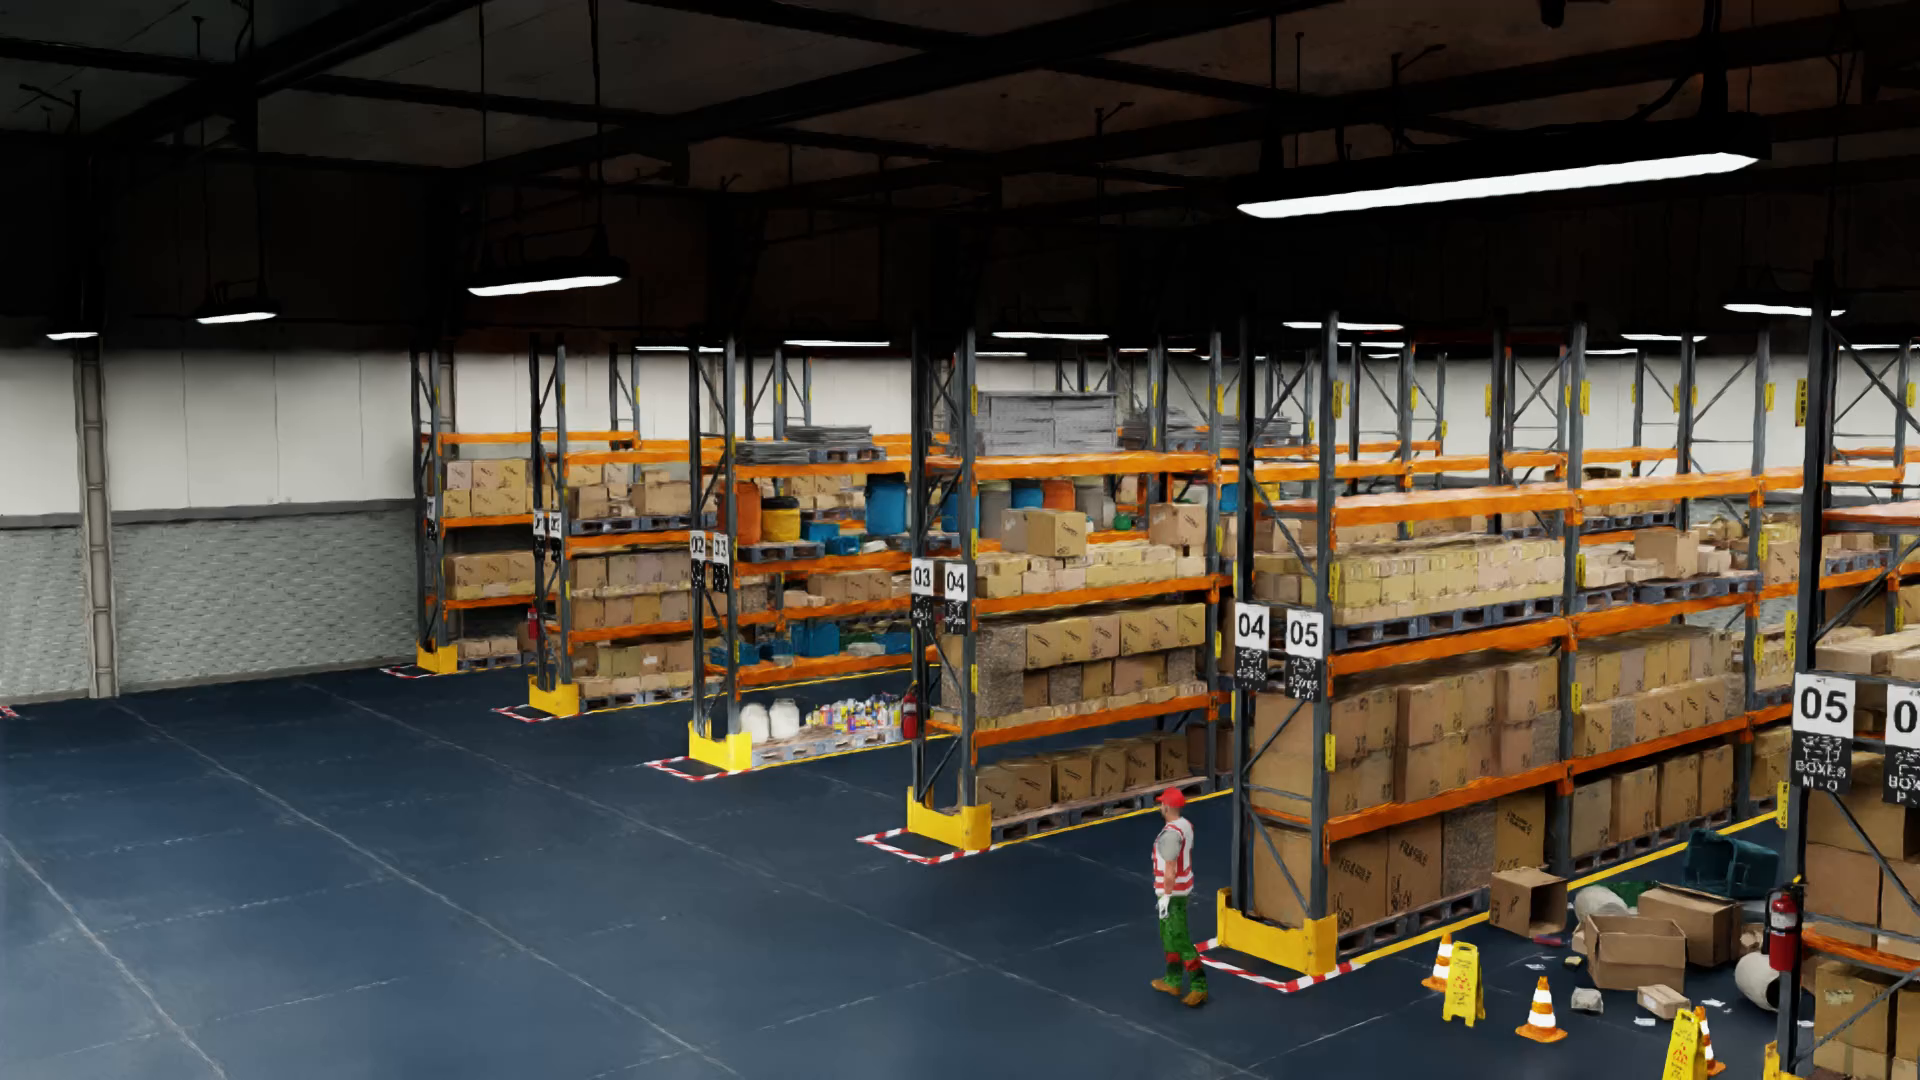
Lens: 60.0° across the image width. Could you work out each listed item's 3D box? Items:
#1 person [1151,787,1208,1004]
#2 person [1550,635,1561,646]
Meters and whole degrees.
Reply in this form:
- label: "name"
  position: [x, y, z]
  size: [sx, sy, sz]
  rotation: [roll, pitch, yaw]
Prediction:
- label: "person"
  position: [1.866, 2.986, 14.091]
  size: [0.537, 1.781, 0.642]
  rotation: [2, 6, 21]
- label: "person"
  position: [8.613, 2.109, 24.064]
  size: [0.599, 1.644, 0.556]
  rotation: [-1, 5, -7]
